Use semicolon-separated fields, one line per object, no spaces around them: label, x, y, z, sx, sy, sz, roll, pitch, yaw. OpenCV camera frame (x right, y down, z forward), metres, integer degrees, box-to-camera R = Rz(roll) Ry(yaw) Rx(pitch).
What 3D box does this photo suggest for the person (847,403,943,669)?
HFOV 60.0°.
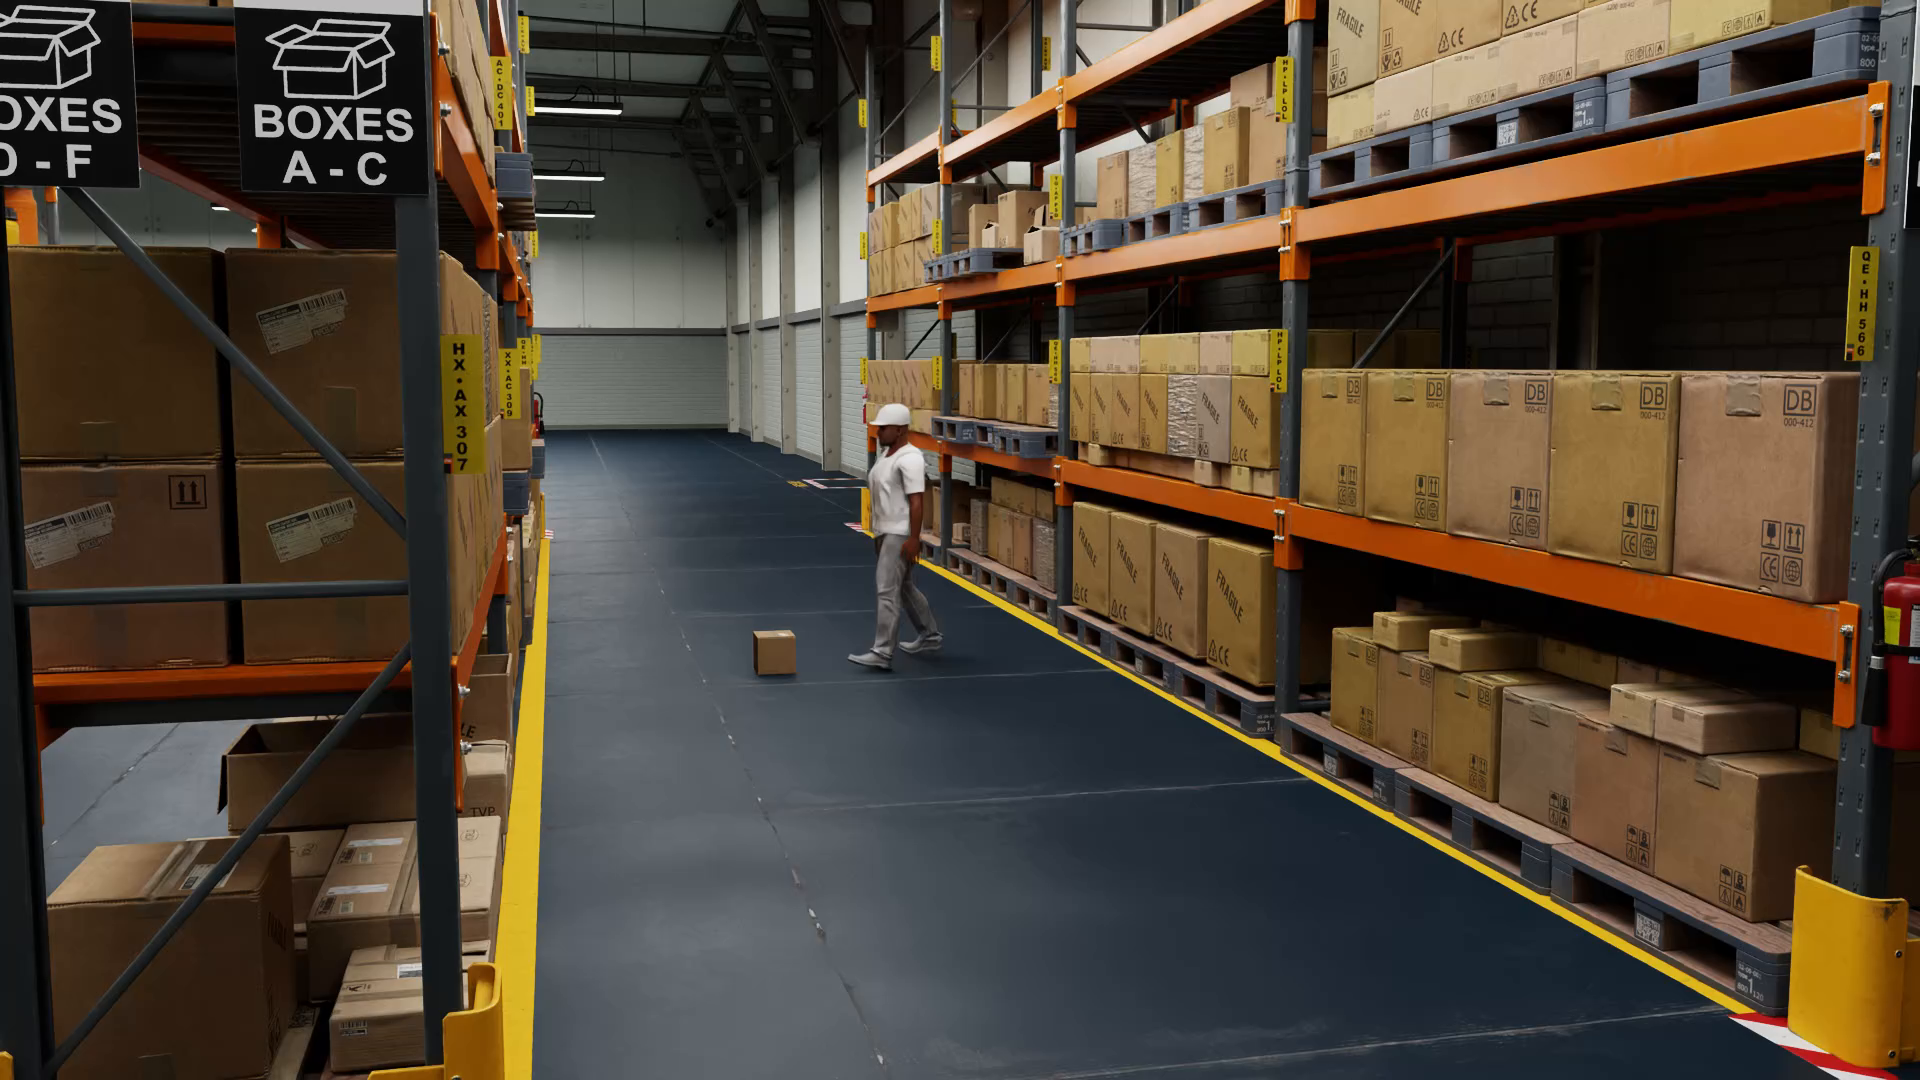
person;-0.447;-0.034;11.191;0.767;1.767;0.592;-2;6;-20
